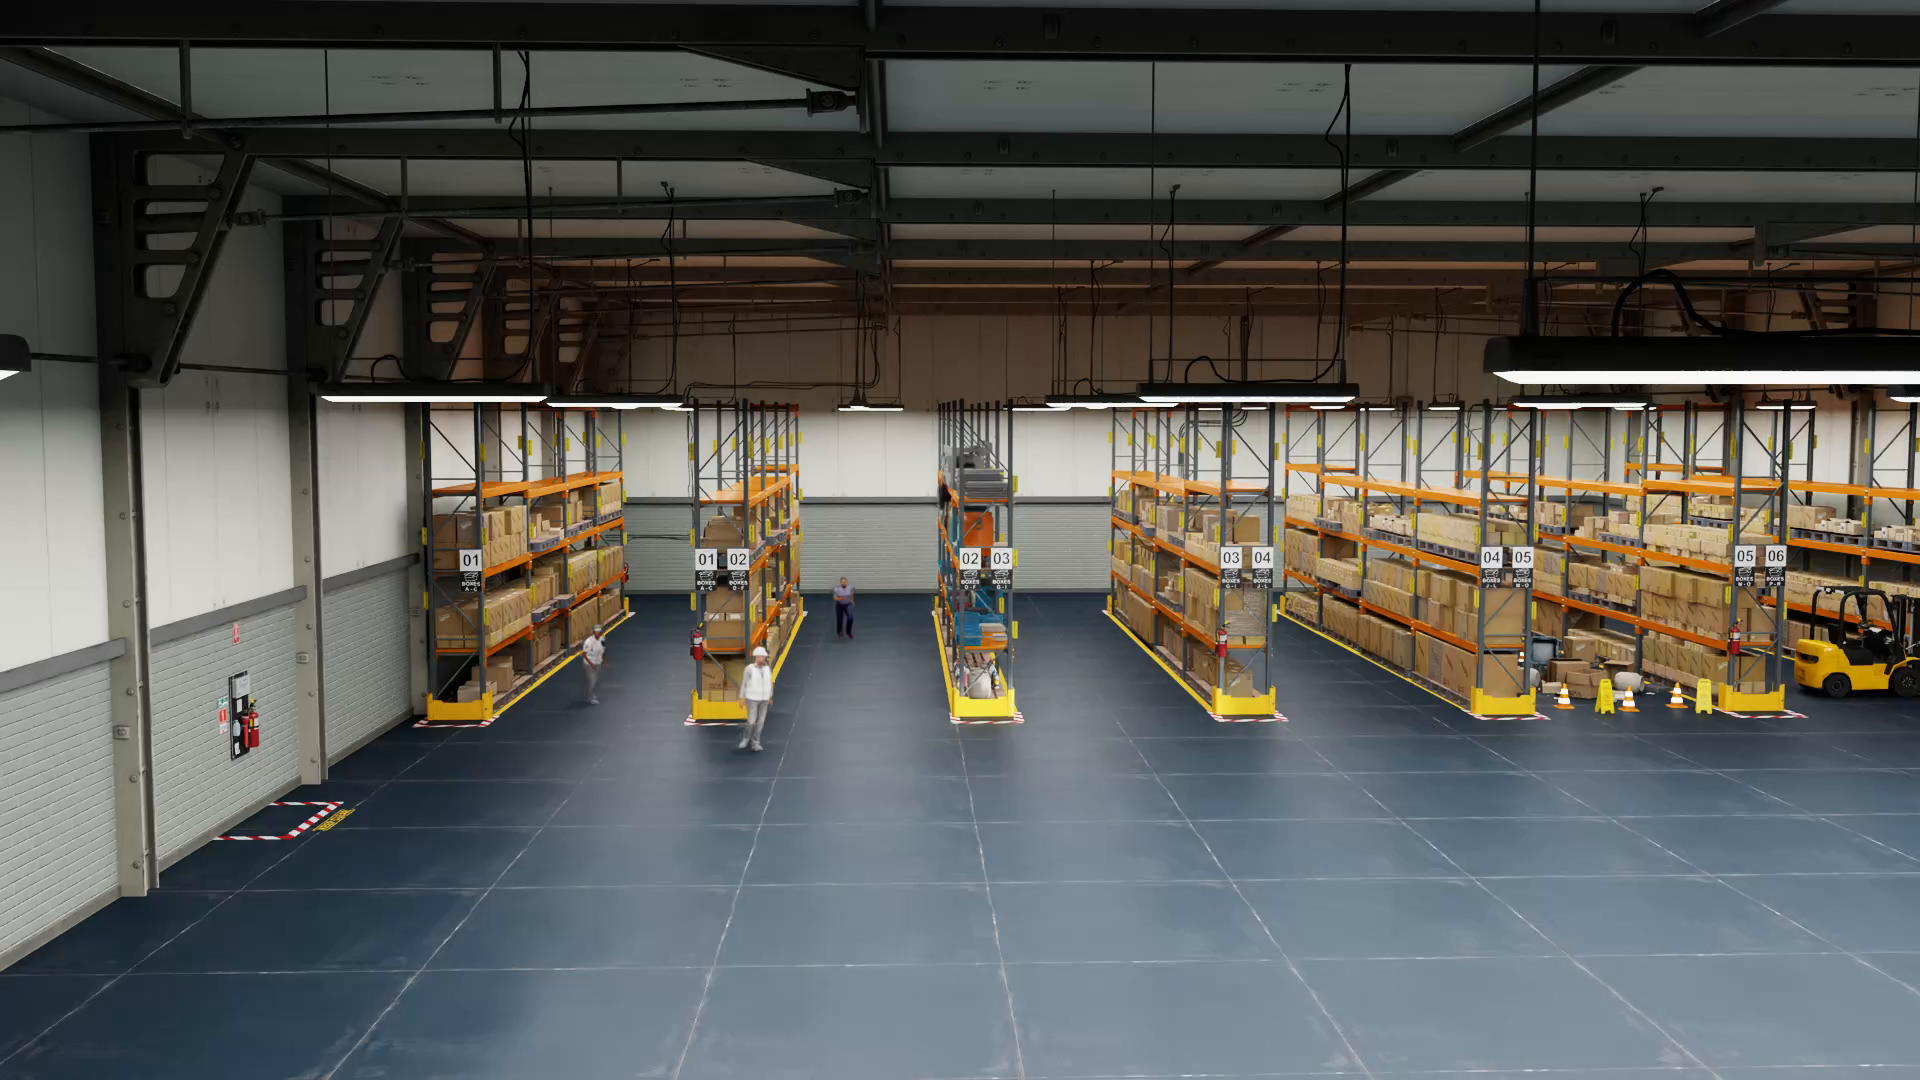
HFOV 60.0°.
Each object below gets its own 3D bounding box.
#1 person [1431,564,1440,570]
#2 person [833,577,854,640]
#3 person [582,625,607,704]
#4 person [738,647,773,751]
[{"bbox_3d":[12.768,1.508,44.201,0.684,1.730,0.775,-2,5,-24],"label":"person"},{"bbox_3d":[-2.965,1.720,42.304,0.551,1.601,0.905,-1,4,-13],"label":"person"},{"bbox_3d":[-7.272,2.445,32.823,0.763,1.611,0.572,3,5,36],"label":"person"},{"bbox_3d":[-3.465,2.691,28.194,0.617,1.758,0.440,-3,6,-38],"label":"person"}]
